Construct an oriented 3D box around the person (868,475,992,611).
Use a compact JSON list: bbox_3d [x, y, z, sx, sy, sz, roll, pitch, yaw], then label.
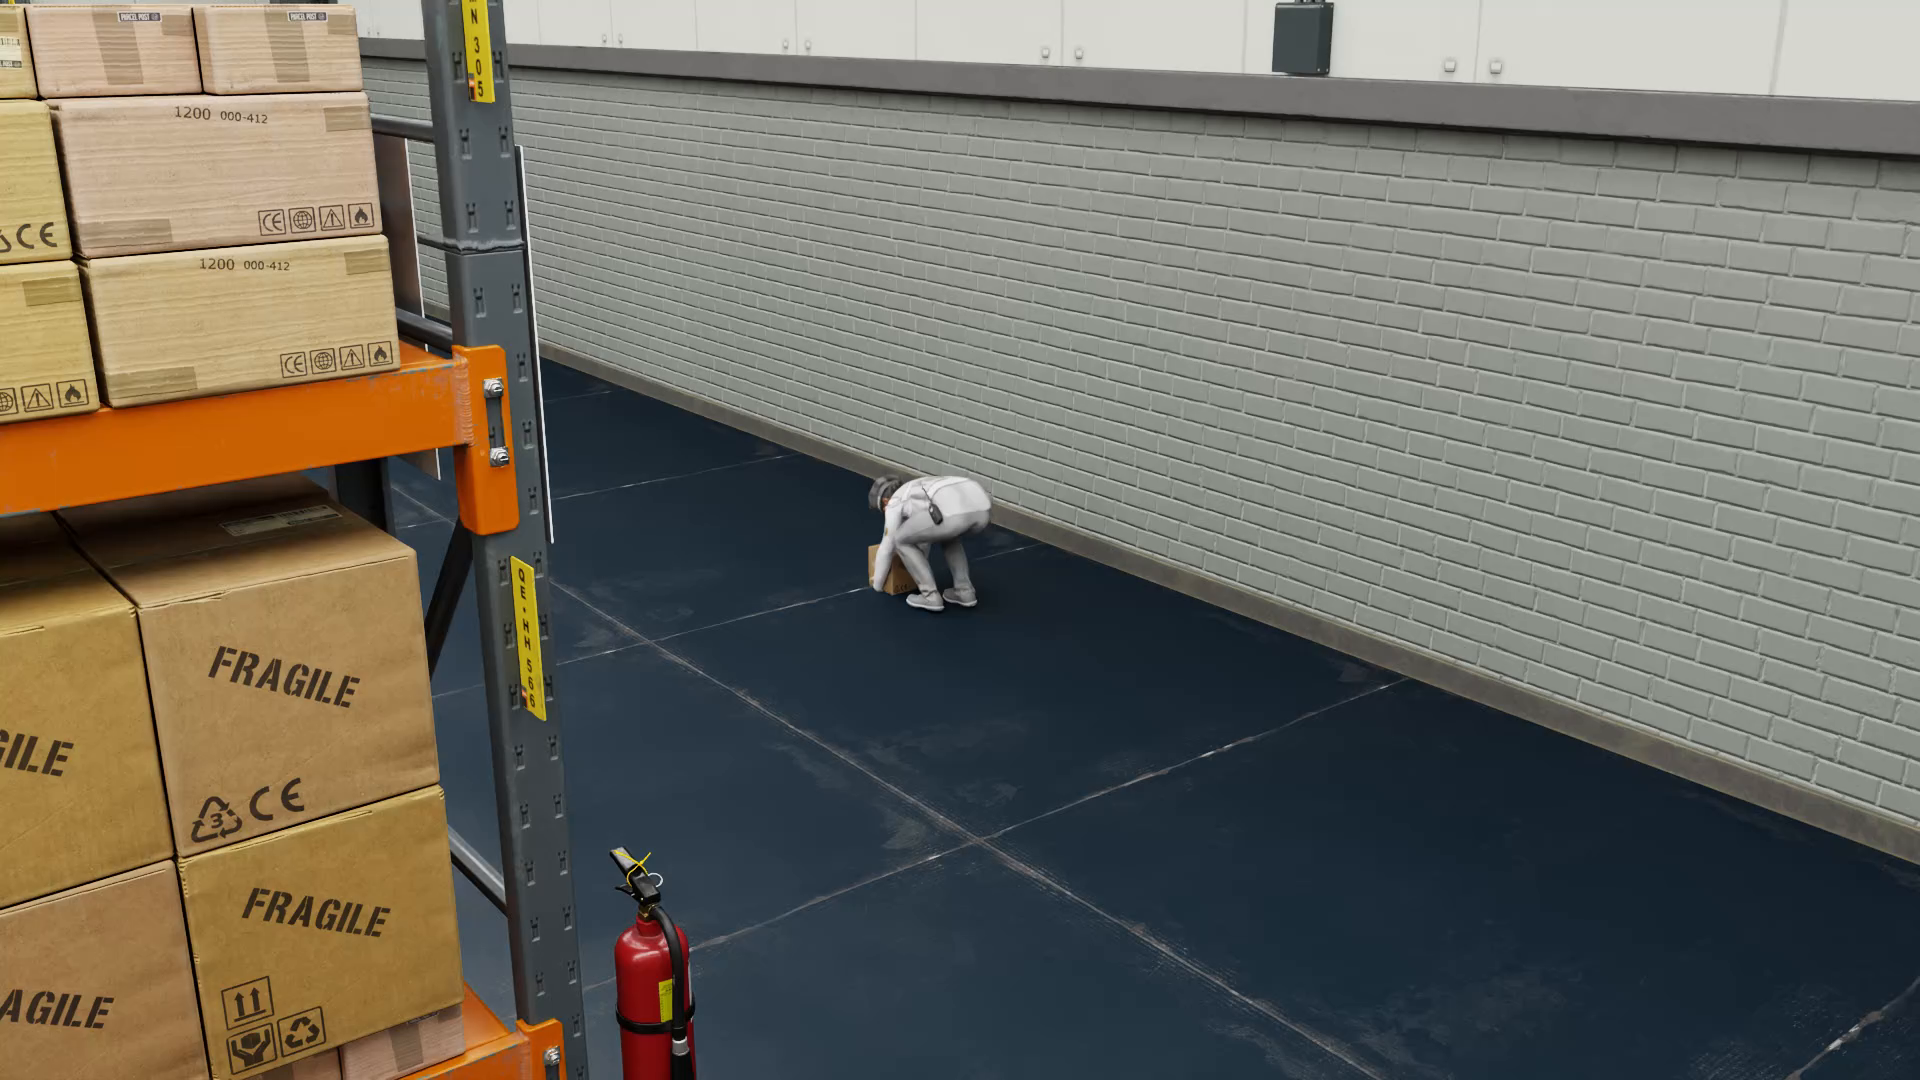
[{"bbox_3d":[-0.194,-0.009,10.016,0.454,0.823,0.897,-15,23,-38],"label":"person"}]
